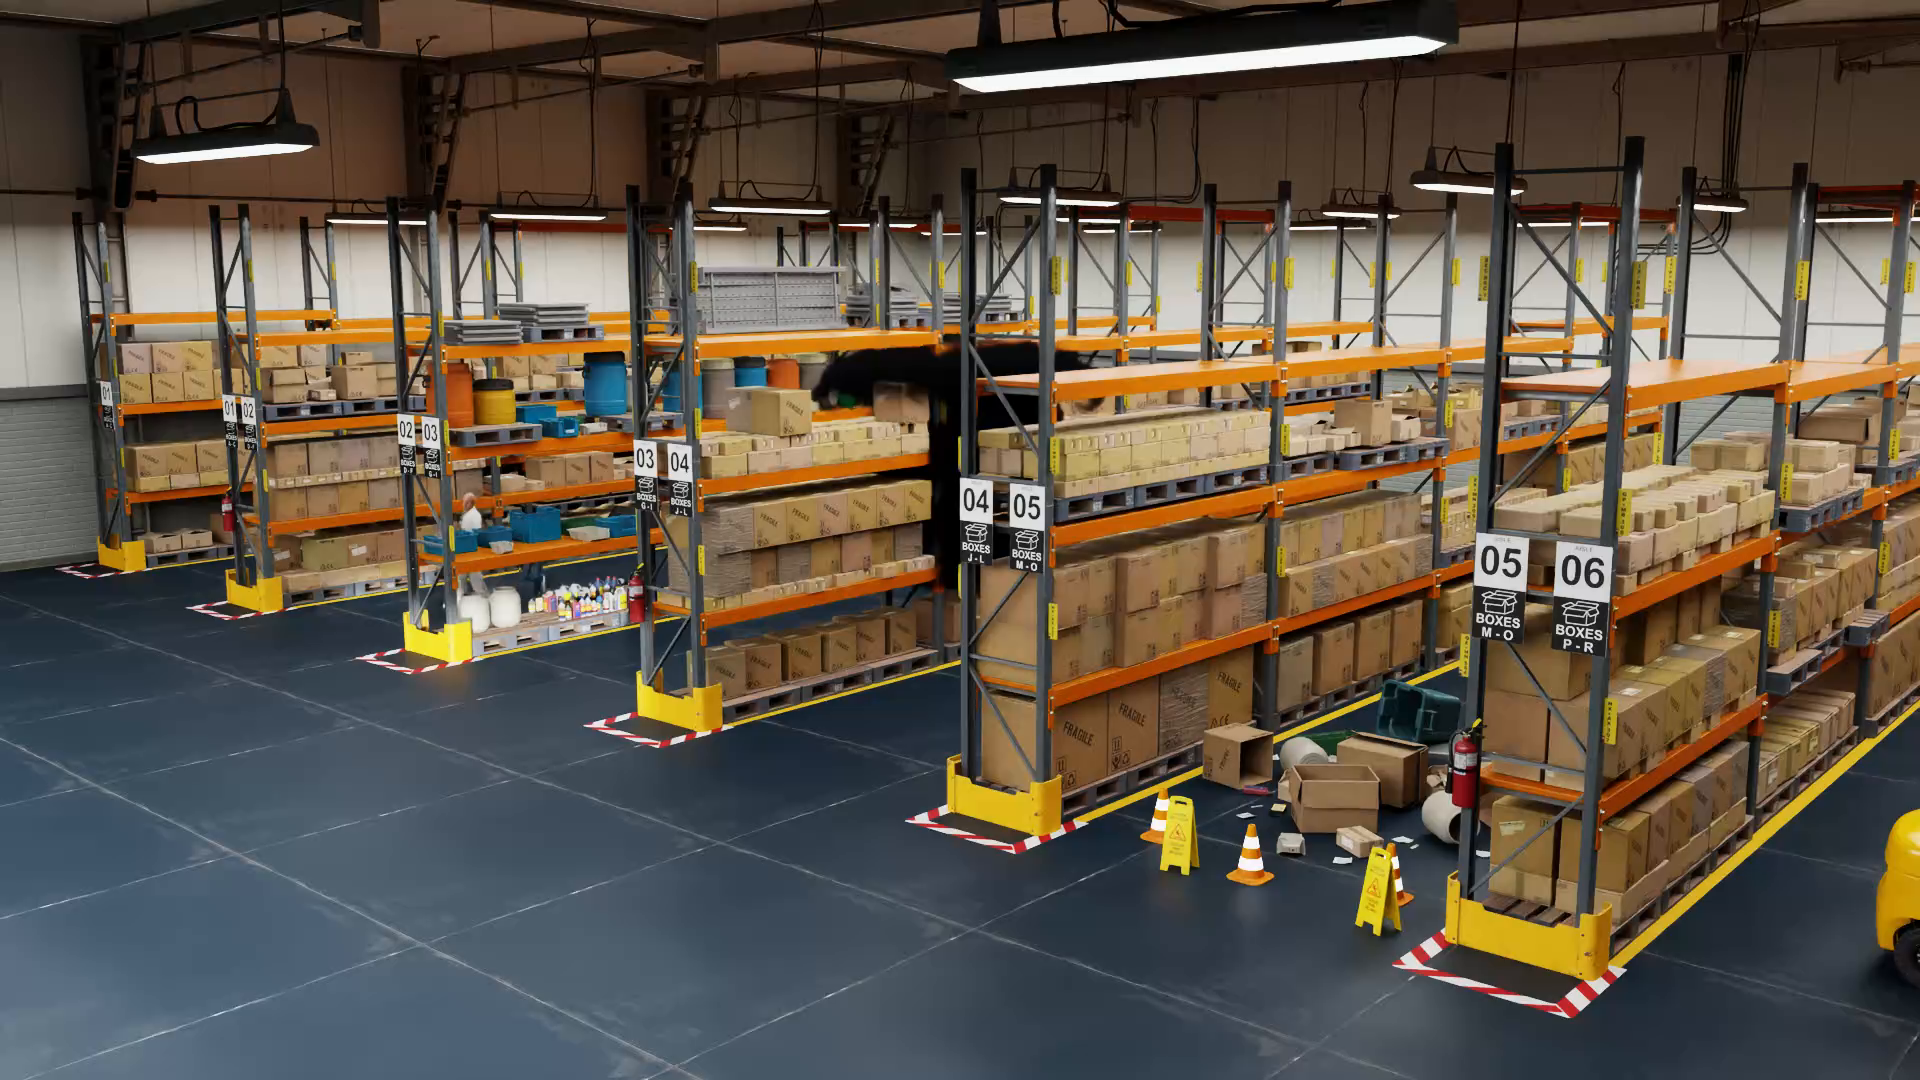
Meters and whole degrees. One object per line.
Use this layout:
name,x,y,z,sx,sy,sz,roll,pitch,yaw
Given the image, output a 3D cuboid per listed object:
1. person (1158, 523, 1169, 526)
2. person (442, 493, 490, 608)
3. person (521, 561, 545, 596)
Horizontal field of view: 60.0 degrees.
person,2.865,0.317,22.428,0.632,1.847,0.686,6,11,34
person,-7.412,0.165,25.021,0.692,1.778,0.676,-7,12,-35
person,-6.607,0.279,25.411,0.564,1.409,0.763,2,10,13
